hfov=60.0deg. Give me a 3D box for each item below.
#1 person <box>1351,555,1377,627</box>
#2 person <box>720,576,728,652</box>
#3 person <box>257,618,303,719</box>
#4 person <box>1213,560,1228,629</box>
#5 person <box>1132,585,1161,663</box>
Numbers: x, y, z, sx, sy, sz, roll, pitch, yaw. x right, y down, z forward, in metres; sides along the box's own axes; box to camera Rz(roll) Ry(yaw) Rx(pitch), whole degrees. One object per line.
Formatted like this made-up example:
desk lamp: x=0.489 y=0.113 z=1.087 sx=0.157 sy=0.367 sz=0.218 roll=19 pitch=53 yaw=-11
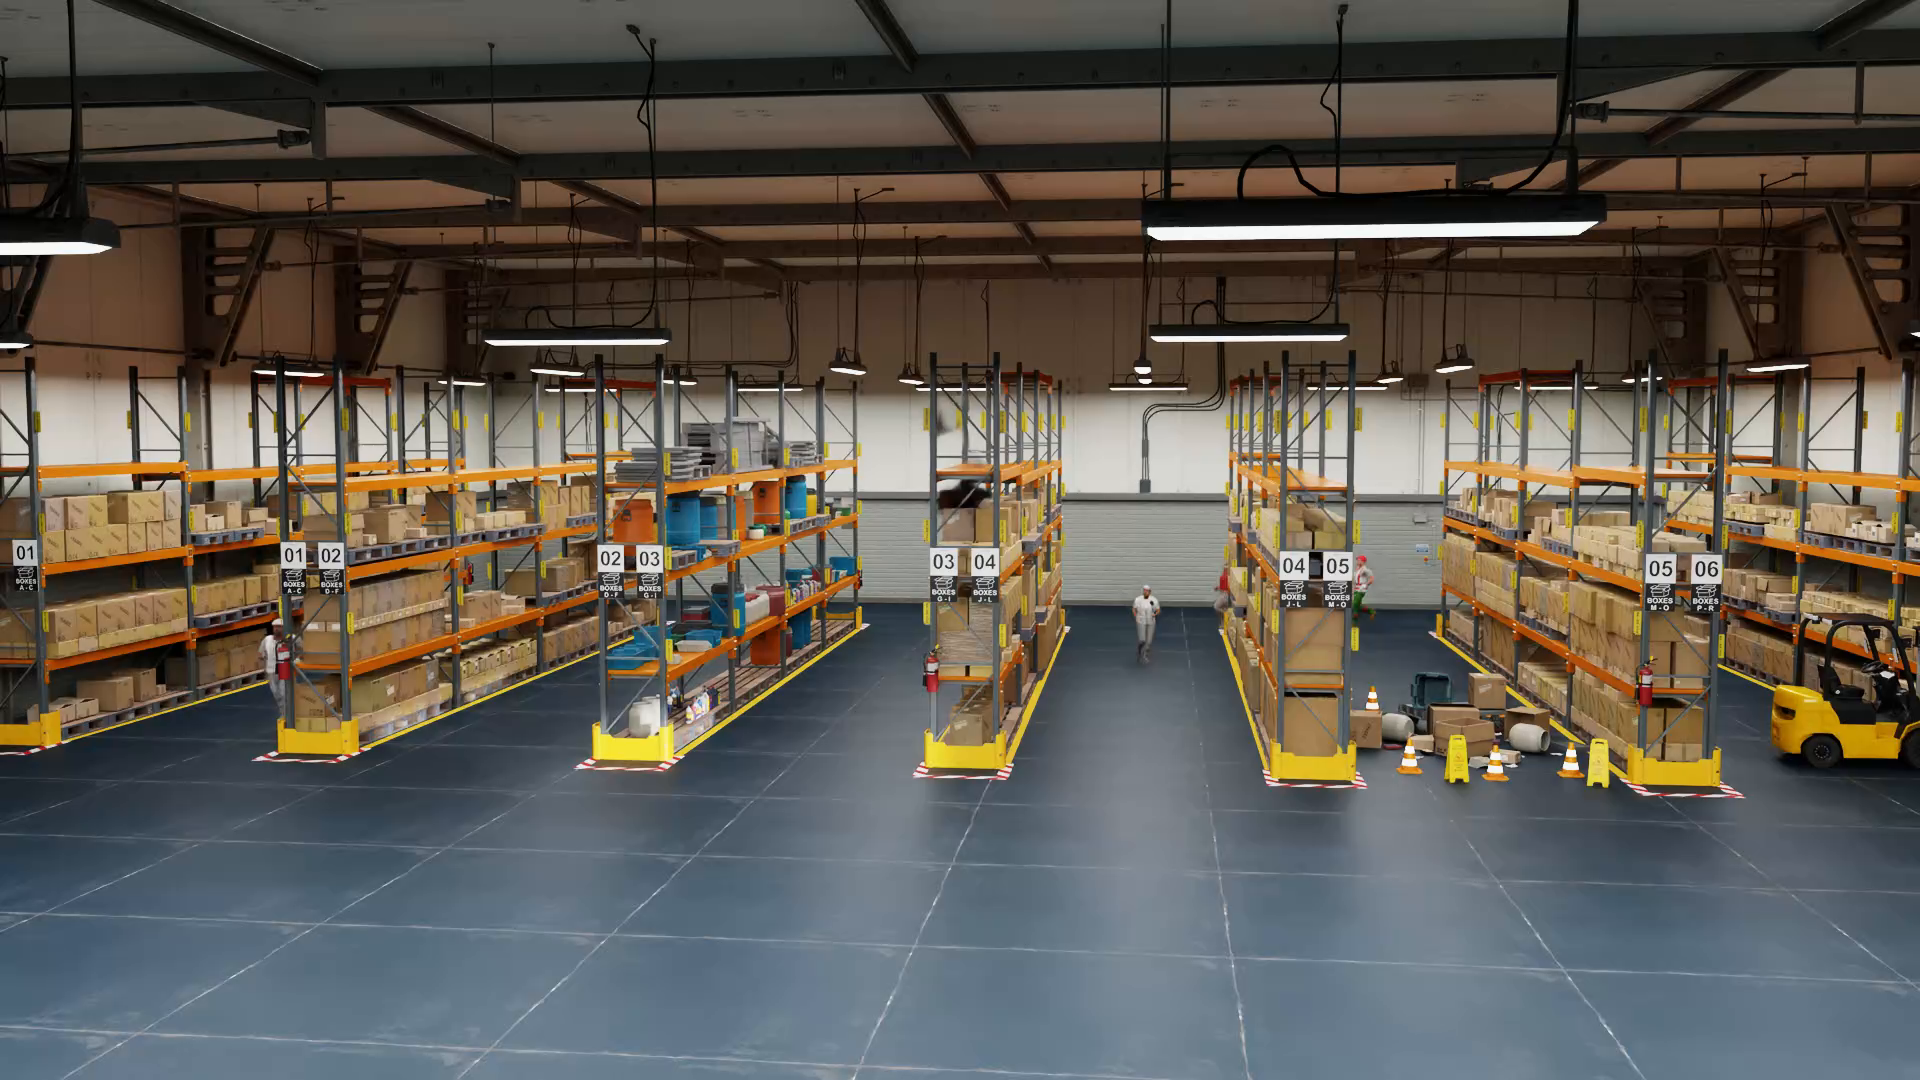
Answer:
person: x=9.798 y=1.258 z=40.549 sx=0.863 sy=1.771 sz=0.657 roll=-1 pitch=4 yaw=-10
person: x=-5.051 y=1.596 z=36.236 sx=0.641 sy=1.673 sz=0.785 roll=1 pitch=4 yaw=13
person: x=-11.073 y=2.188 z=27.081 sx=0.665 sy=1.836 sz=0.783 roll=0 pitch=4 yaw=-3
person: x=6.433 y=1.332 z=40.182 sx=0.632 sy=1.708 sz=0.725 roll=0 pitch=4 yaw=-7
person: x=3.870 y=1.747 z=34.452 sx=0.587 sy=1.633 sz=0.583 roll=0 pitch=4 yaw=2
